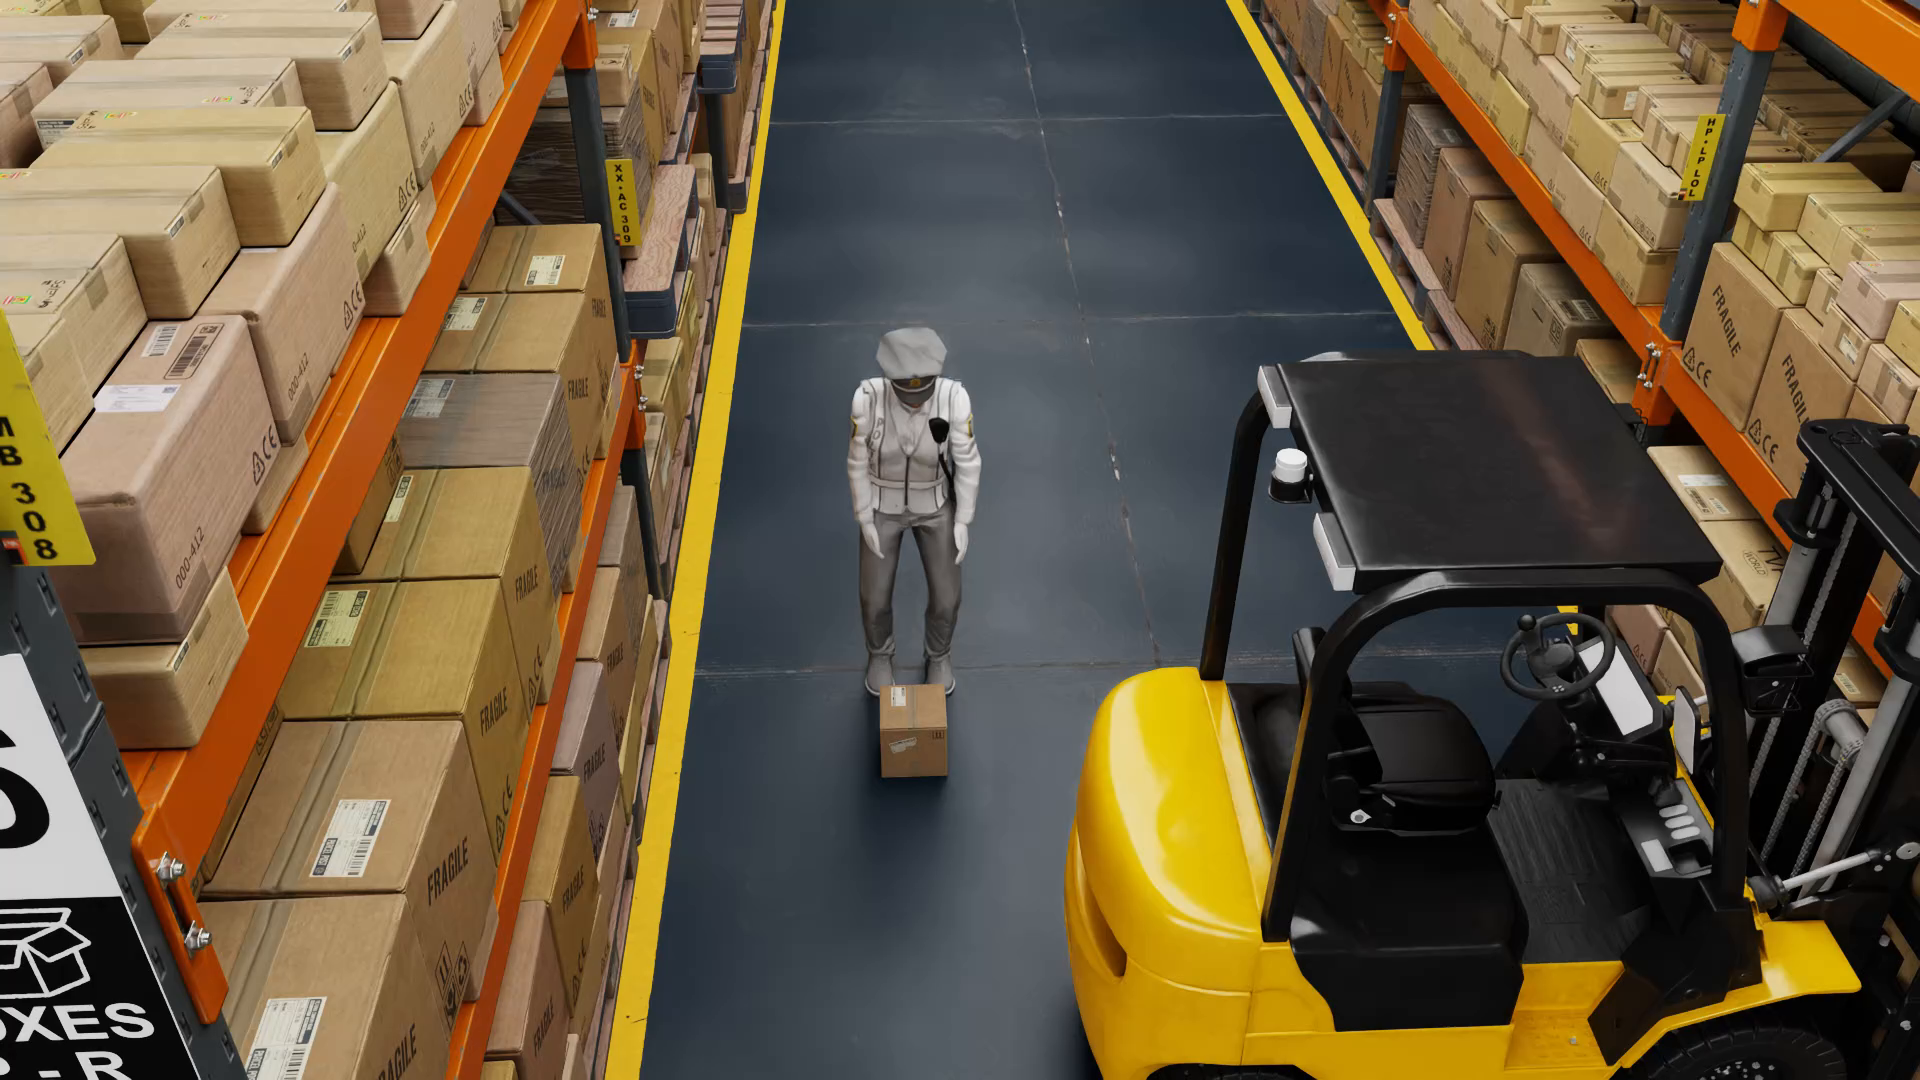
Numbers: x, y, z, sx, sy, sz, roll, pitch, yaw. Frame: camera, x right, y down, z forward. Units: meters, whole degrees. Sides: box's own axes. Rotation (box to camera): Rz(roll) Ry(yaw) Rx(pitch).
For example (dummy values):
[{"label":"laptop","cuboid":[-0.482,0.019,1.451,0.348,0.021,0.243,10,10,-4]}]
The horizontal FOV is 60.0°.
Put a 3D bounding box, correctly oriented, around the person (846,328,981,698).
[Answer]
[{"label":"person","cuboid":[-0.172,-0.091,6.327,0.504,1.616,0.465,-1,35,-1]}]
